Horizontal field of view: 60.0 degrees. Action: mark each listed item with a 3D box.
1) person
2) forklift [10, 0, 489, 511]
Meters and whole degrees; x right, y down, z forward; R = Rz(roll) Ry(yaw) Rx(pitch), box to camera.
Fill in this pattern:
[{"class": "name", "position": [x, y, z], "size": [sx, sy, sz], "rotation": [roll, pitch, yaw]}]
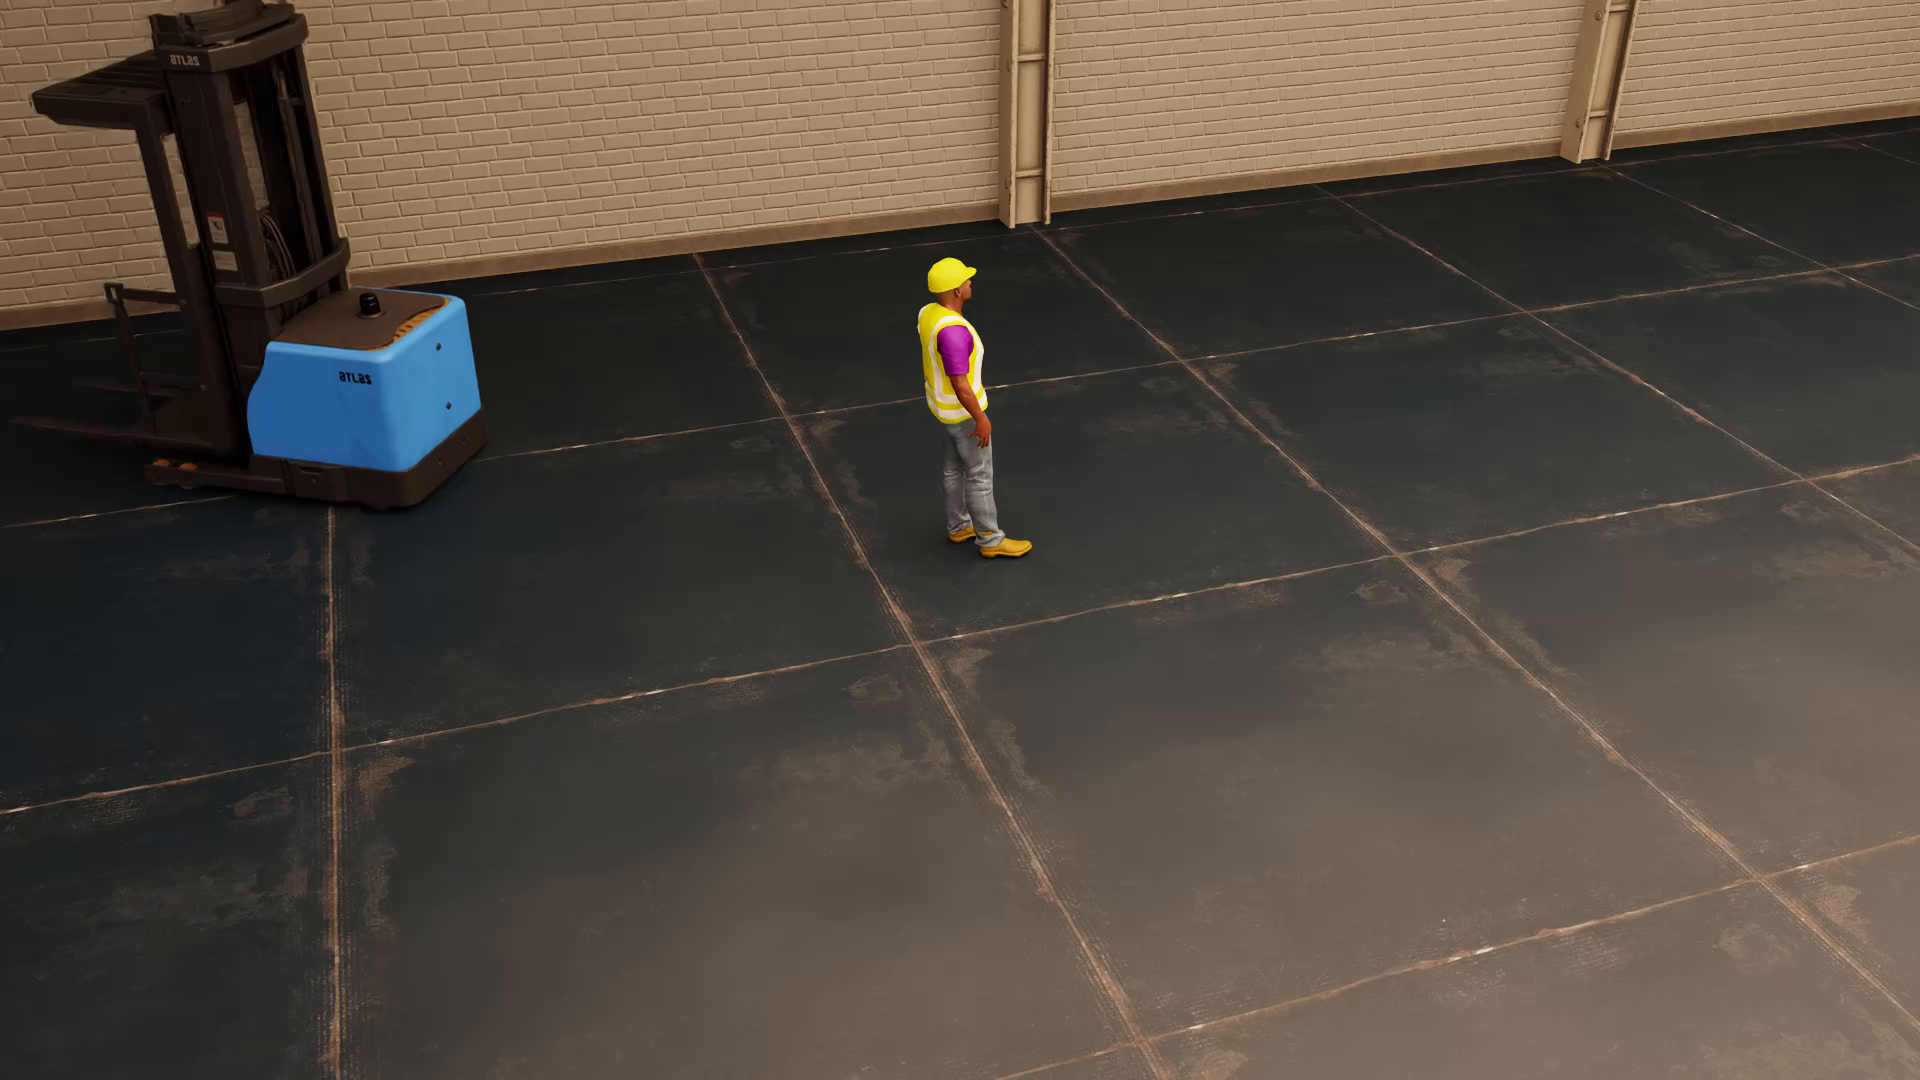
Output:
[{"class": "person", "position": [0.068, -0.780, 9.597], "size": [0.575, 1.768, 0.666], "rotation": [-10, 31, -16]}, {"class": "forklift", "position": [-4.702, -1.837, 10.280], "size": [3.031, 2.935, 1.130], "rotation": [7, 31, 12]}]
